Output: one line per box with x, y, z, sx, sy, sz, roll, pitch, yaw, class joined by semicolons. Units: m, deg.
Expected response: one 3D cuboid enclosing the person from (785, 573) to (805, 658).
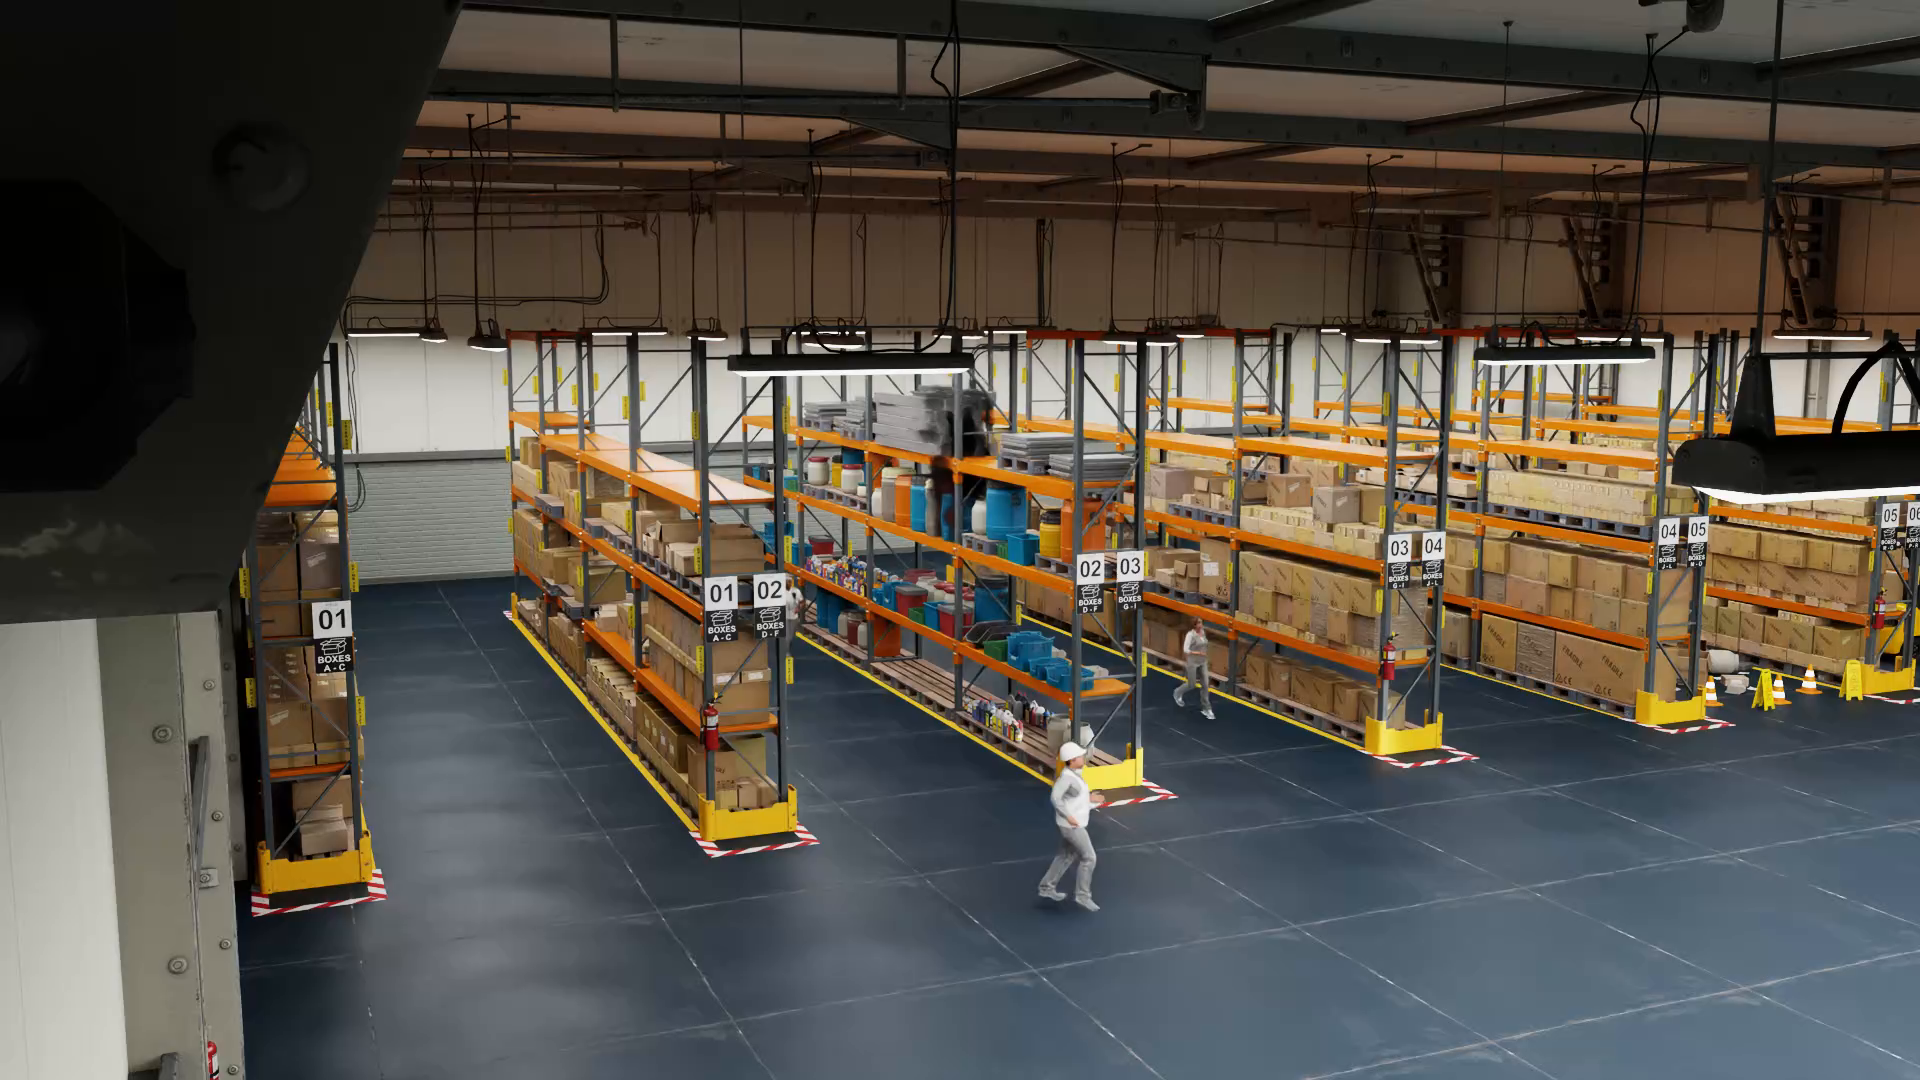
-3.088;1.445;29.939;0.587;1.768;0.725;-2;8;-15;person

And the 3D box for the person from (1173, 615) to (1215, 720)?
3.707;1.974;26.236;0.538;1.605;0.877;-5;9;-35;person

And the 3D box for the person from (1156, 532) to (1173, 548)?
5.171;-0.242;42.057;0.854;1.760;0.708;-5;9;-30;person

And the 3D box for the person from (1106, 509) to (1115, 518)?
3.495;-0.112;41.214;0.545;1.685;0.769;-3;8;-23;person

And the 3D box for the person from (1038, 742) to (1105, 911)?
1.192;3.049;17.758;0.707;1.810;0.647;0;8;0;person
